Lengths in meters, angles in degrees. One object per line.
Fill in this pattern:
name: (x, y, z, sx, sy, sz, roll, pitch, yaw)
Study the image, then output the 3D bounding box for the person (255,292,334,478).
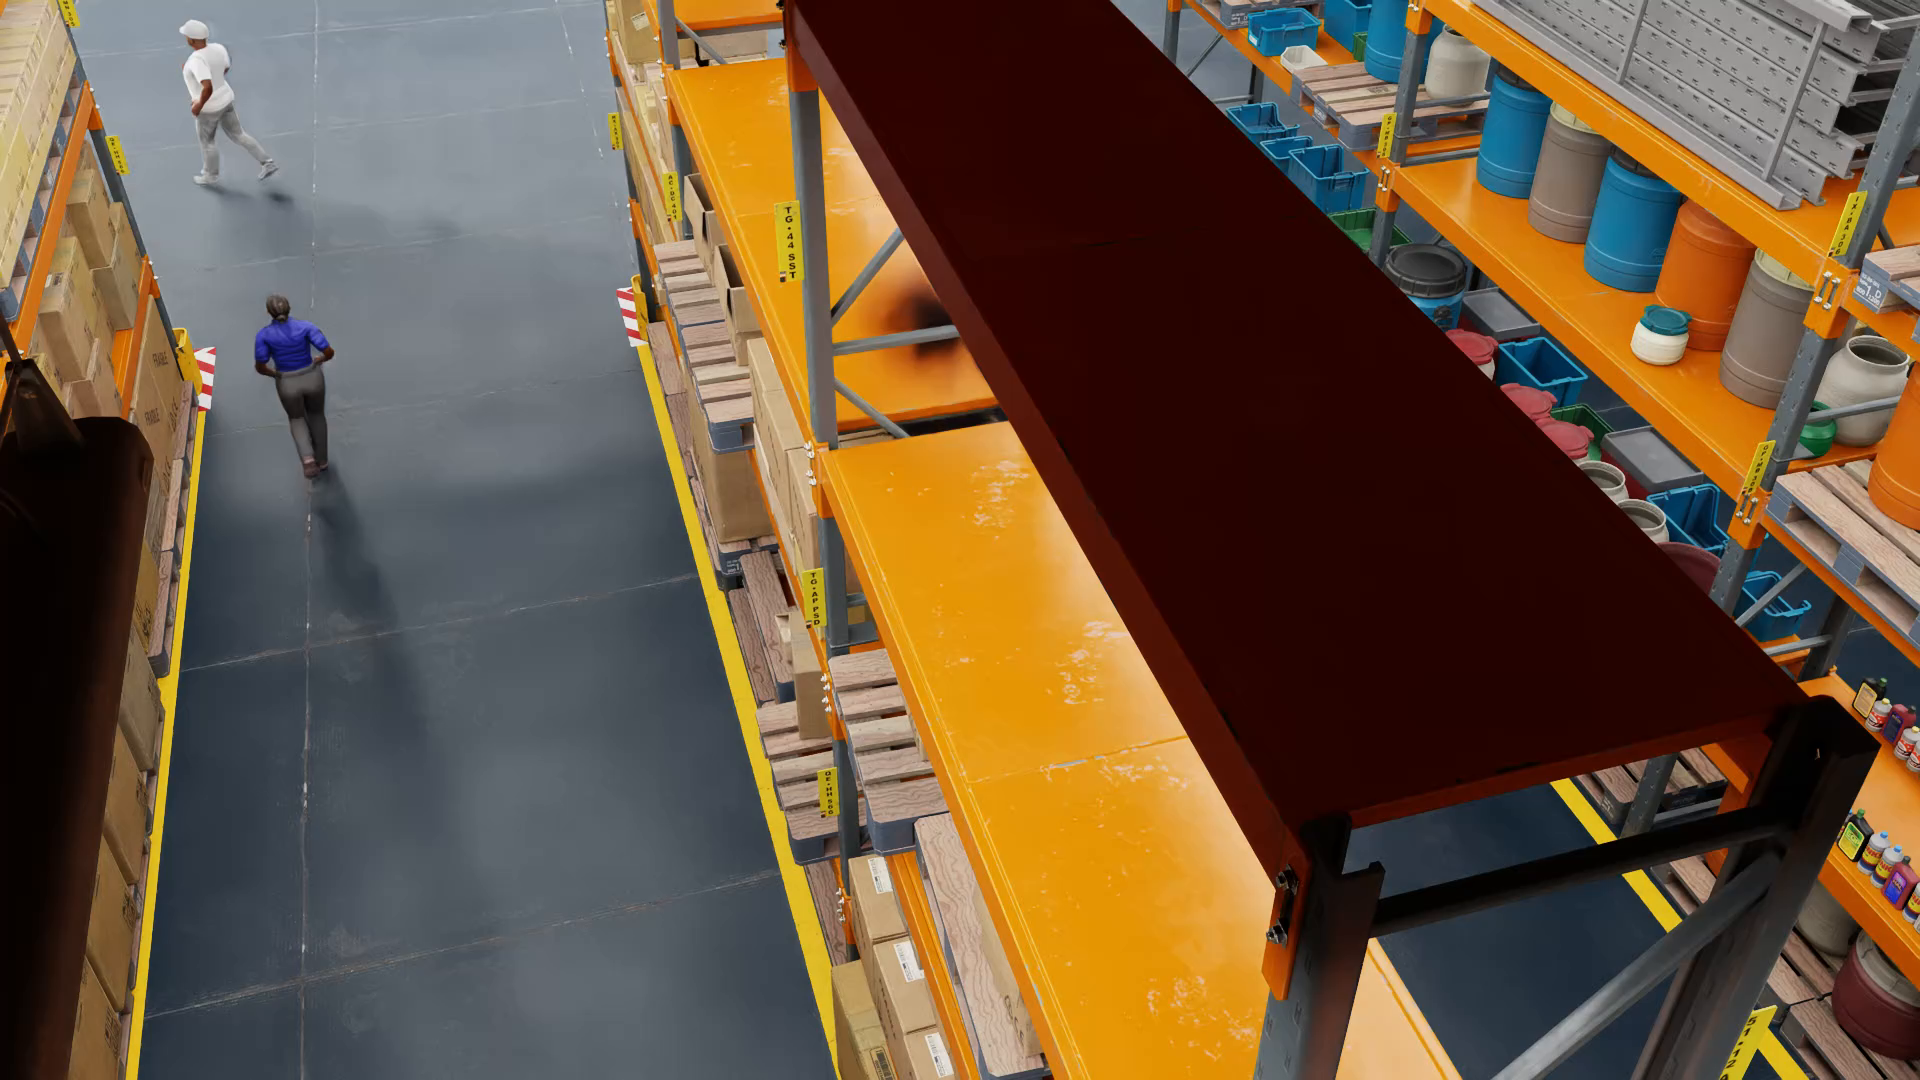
person: (-5.157, -1.199, 13.046, 0.587, 1.615, 0.580, -16, 41, -19)

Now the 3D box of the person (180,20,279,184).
person: (-7.601, -4.444, 16.967, 0.980, 1.758, 0.697, 11, 40, 14)
